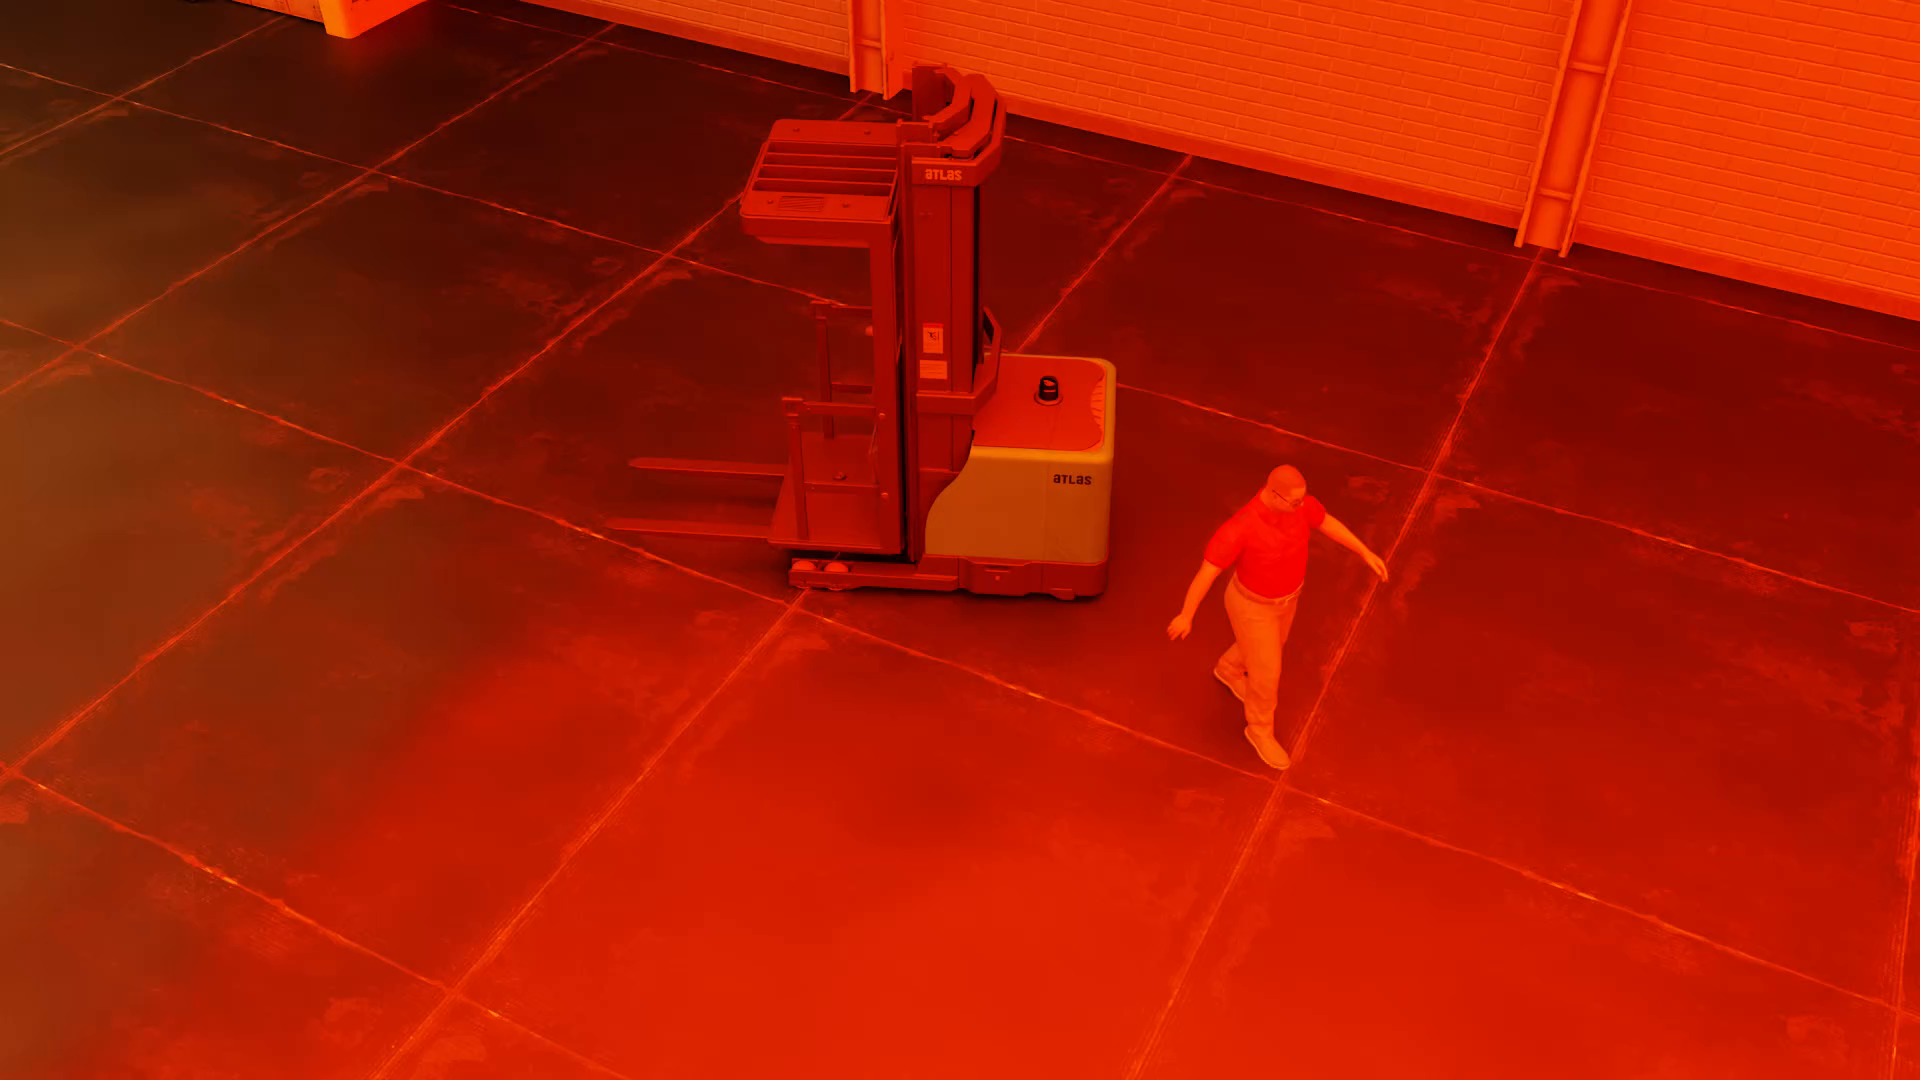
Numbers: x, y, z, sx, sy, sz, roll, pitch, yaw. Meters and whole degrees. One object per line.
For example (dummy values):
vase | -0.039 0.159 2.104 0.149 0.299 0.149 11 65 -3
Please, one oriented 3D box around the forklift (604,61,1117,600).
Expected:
forklift | -0.606 -1.157 9.360 3.031 2.935 1.130 3 40 4

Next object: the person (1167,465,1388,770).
person | 1.590 0.350 8.542 0.982 1.705 0.749 -29 48 -30
